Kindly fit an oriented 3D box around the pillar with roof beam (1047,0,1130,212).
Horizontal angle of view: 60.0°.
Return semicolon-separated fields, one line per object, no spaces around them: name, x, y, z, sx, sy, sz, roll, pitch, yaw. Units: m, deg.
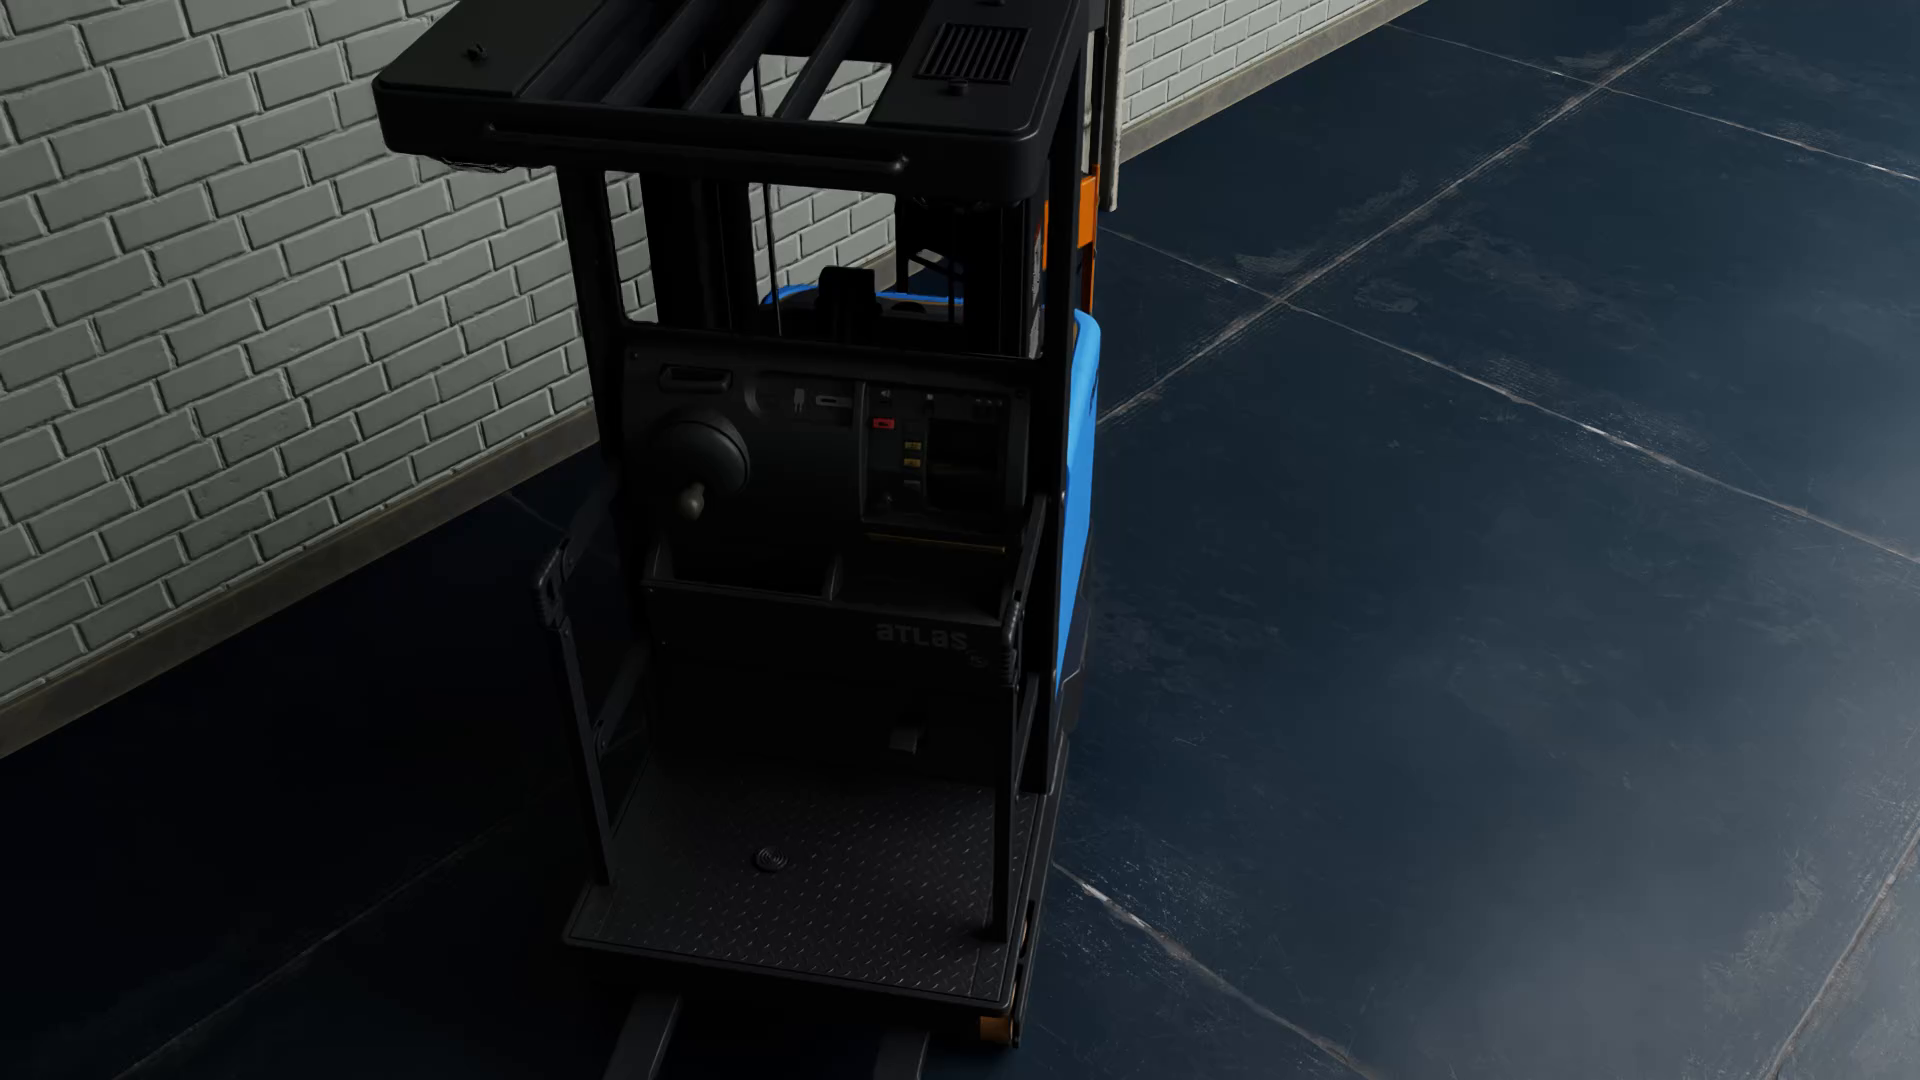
pillar with roof beam;3.658;-3.222;2.571;9.100;9.000;0.400;30;47;32

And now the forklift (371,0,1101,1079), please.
forklift;-0.341;-0.139;3.570;1.130;2.935;3.031;6;39;8

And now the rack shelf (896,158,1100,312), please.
rack shelf;0.117;-0.924;5.247;0.431;0.518;0.480;29;47;31

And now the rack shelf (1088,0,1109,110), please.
rack shelf;0.117;-1.472;4.811;0.431;0.518;0.480;29;47;31

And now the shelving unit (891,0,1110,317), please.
shelving unit;0.117;-0.935;5.238;0.431;2.100;0.503;29;47;31

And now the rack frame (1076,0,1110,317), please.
rack frame;0.279;-1.048;5.381;0.400;2.100;0.015;29;47;31

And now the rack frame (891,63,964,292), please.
rack frame;-0.044;-0.821;5.095;0.400;2.100;0.015;29;47;31
